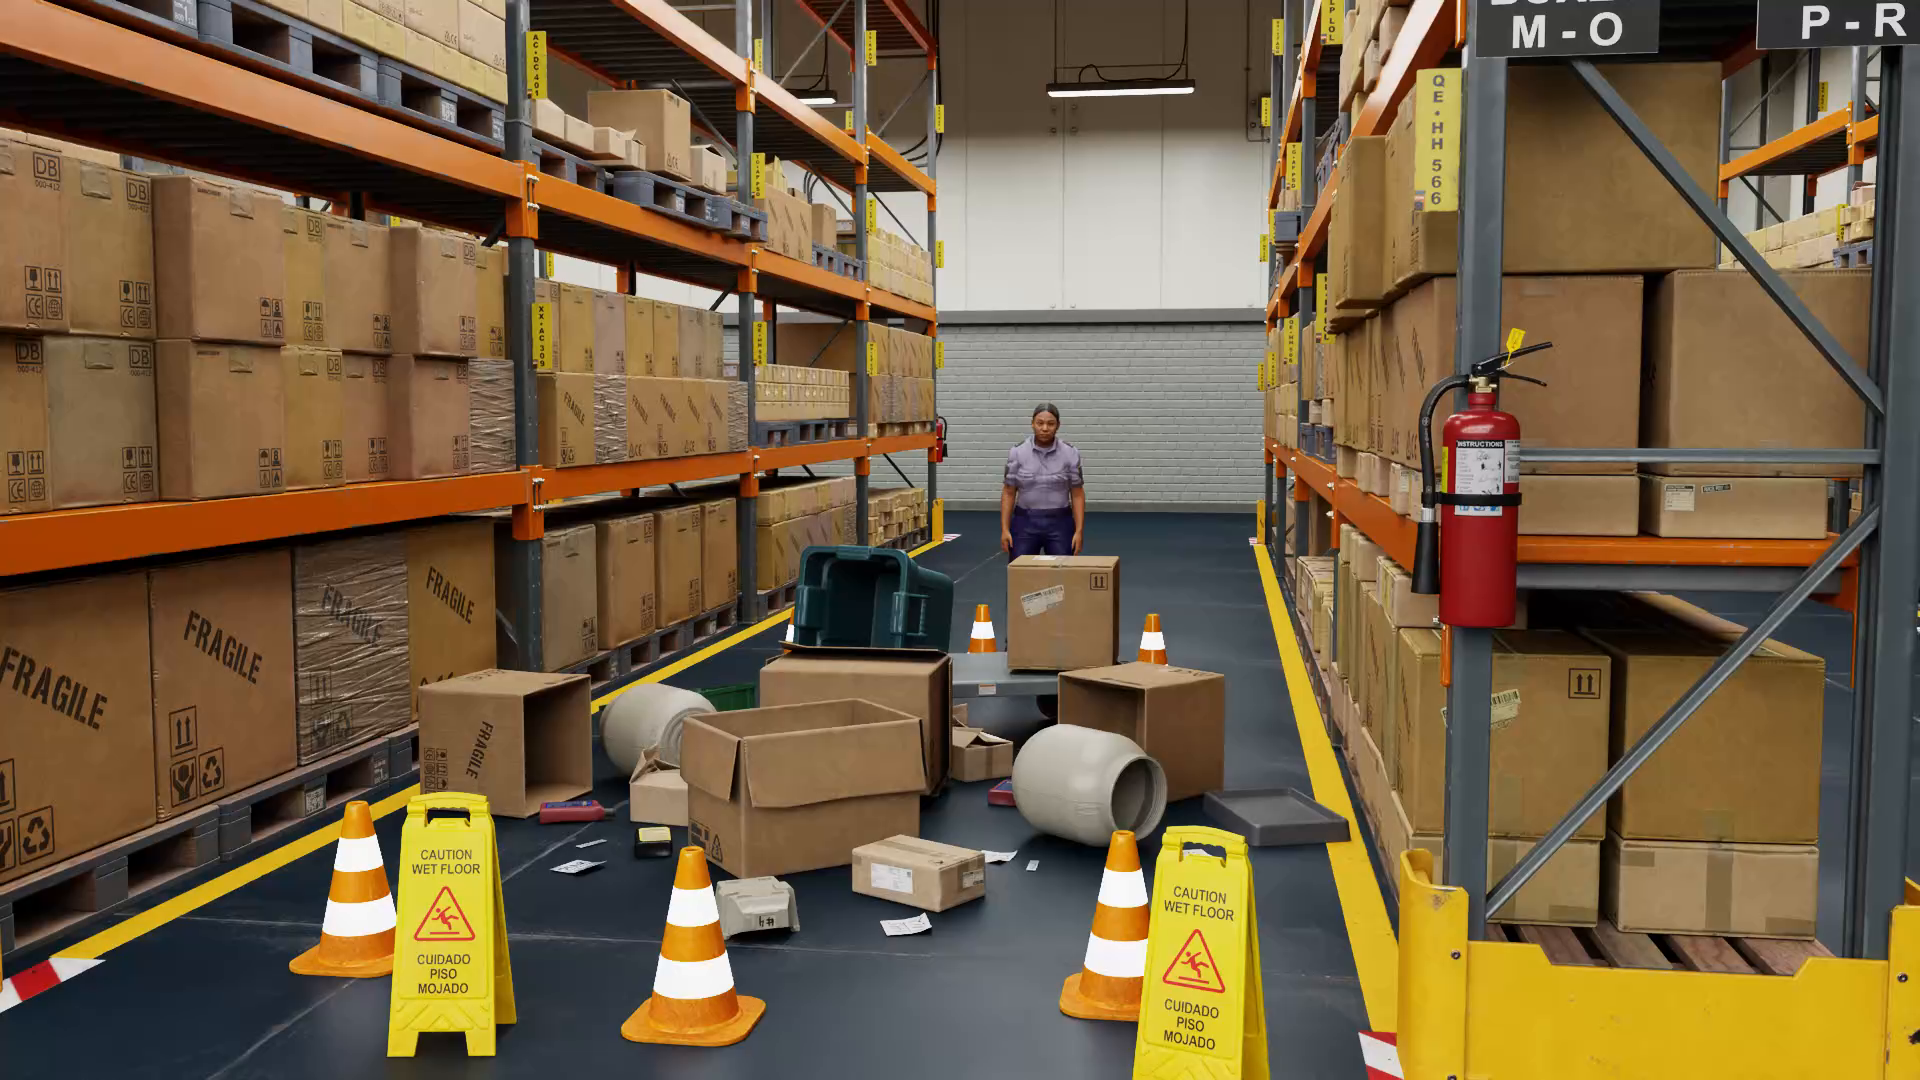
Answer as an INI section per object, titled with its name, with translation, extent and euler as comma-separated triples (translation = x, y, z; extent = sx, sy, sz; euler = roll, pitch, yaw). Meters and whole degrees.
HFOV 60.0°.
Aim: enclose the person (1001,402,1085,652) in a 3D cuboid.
[person]
translation = 0.504, -0.027, 10.291
extent = 0.537, 1.651, 0.337
euler = 0, 5, 4
